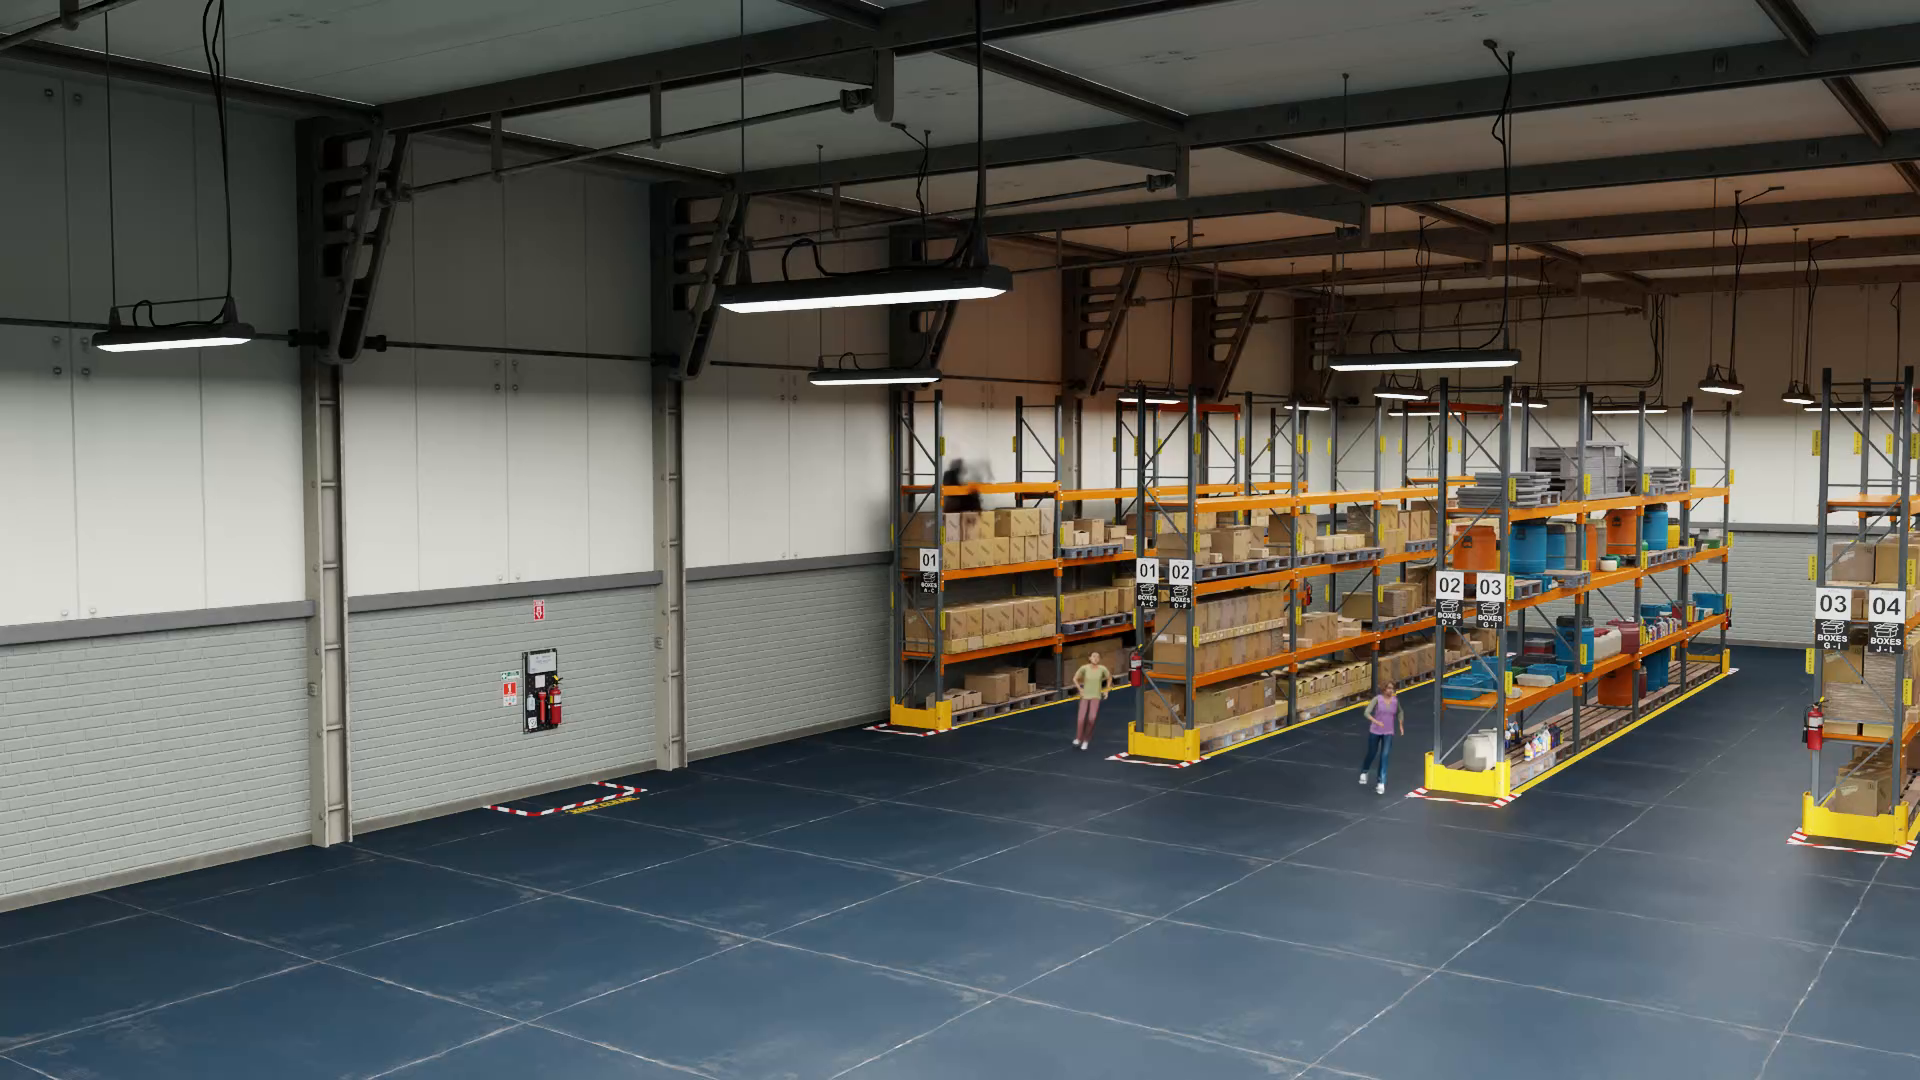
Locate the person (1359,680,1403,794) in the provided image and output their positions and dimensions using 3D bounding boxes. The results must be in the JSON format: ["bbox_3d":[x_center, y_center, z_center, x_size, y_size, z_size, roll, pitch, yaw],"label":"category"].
[{"bbox_3d":[6.168,2.826,24.163,0.602,1.584,0.829,0,3,2],"label":"person"}]

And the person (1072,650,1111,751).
[{"bbox_3d":[2.178,2.639,27.513,0.639,1.664,0.659,0,3,7],"label":"person"}]
